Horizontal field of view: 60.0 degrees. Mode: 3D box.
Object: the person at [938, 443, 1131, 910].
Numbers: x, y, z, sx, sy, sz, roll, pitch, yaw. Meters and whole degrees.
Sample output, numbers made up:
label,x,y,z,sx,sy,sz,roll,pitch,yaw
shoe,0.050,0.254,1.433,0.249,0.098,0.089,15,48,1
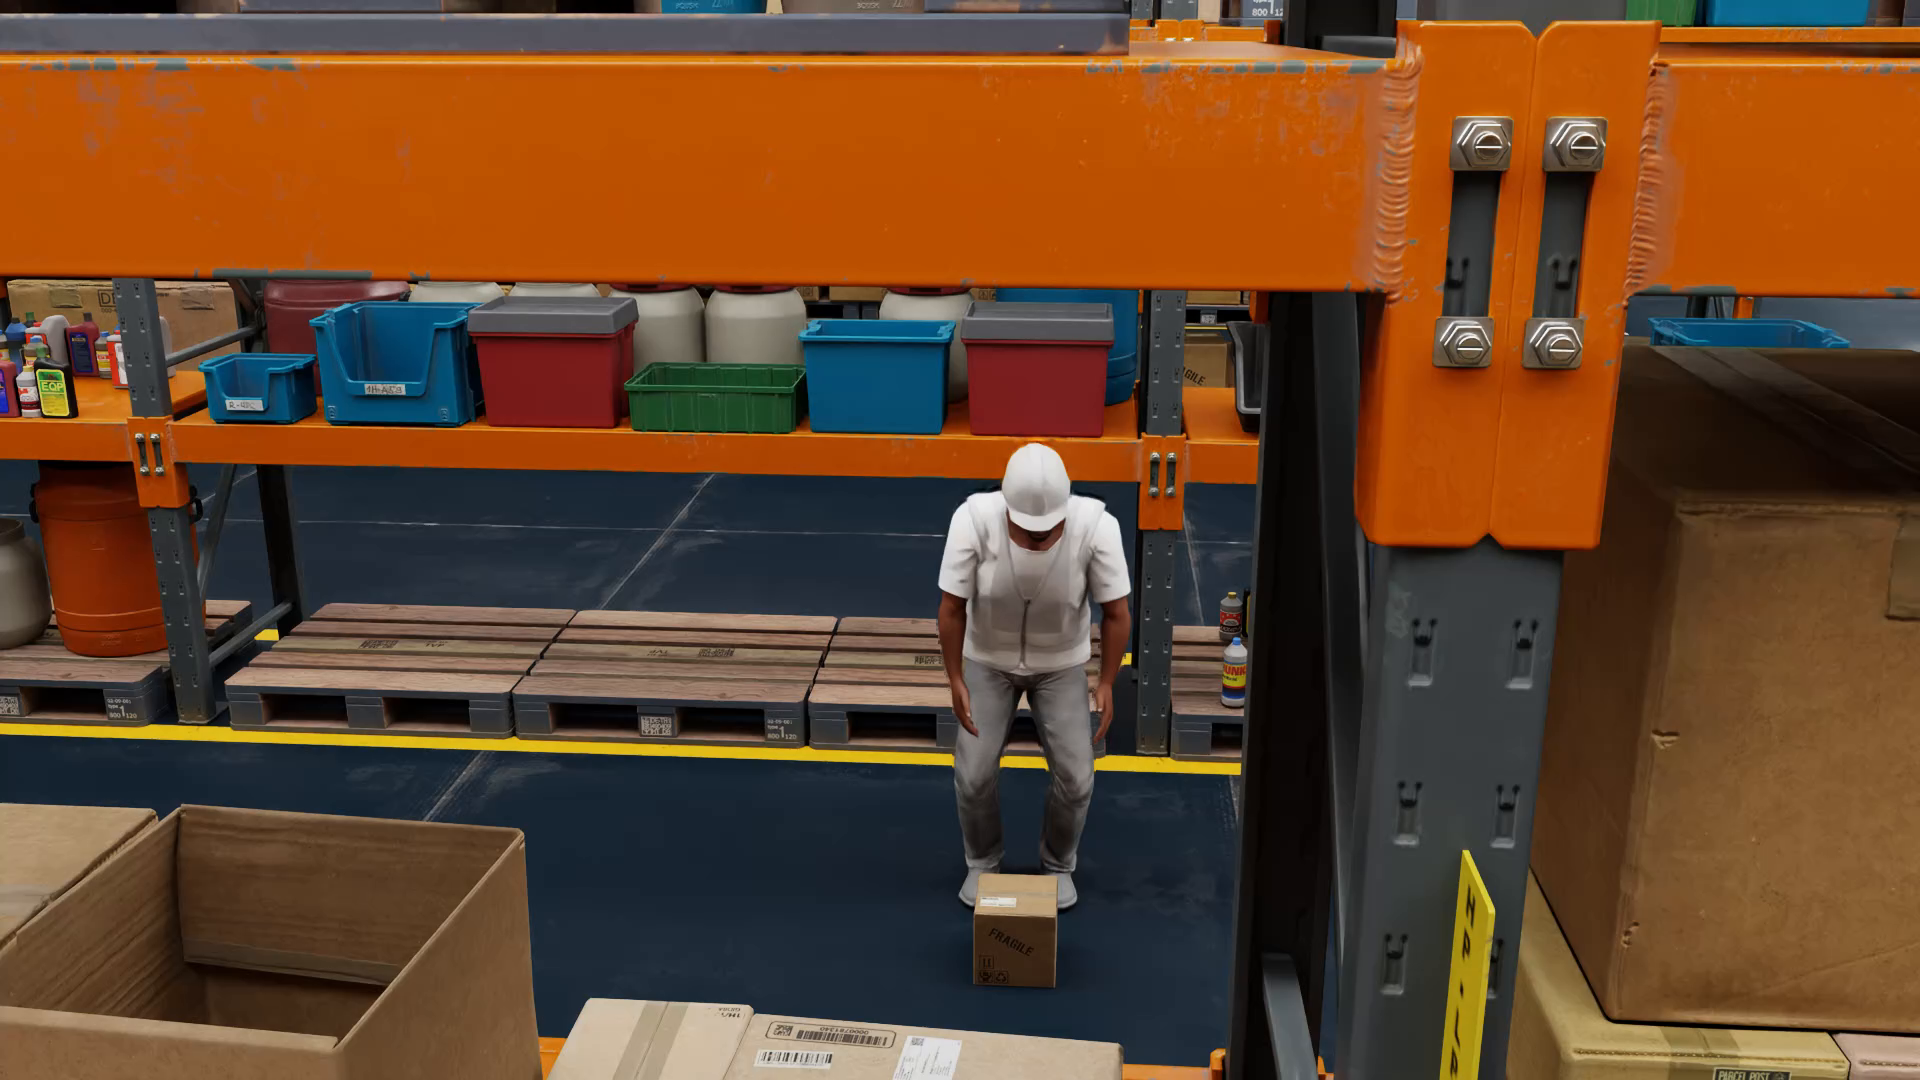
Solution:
label,x,y,z,sx,sy,sz,roll,pitch,yaw
person,0.240,0.433,5.387,0.616,1.612,0.599,2,17,5
